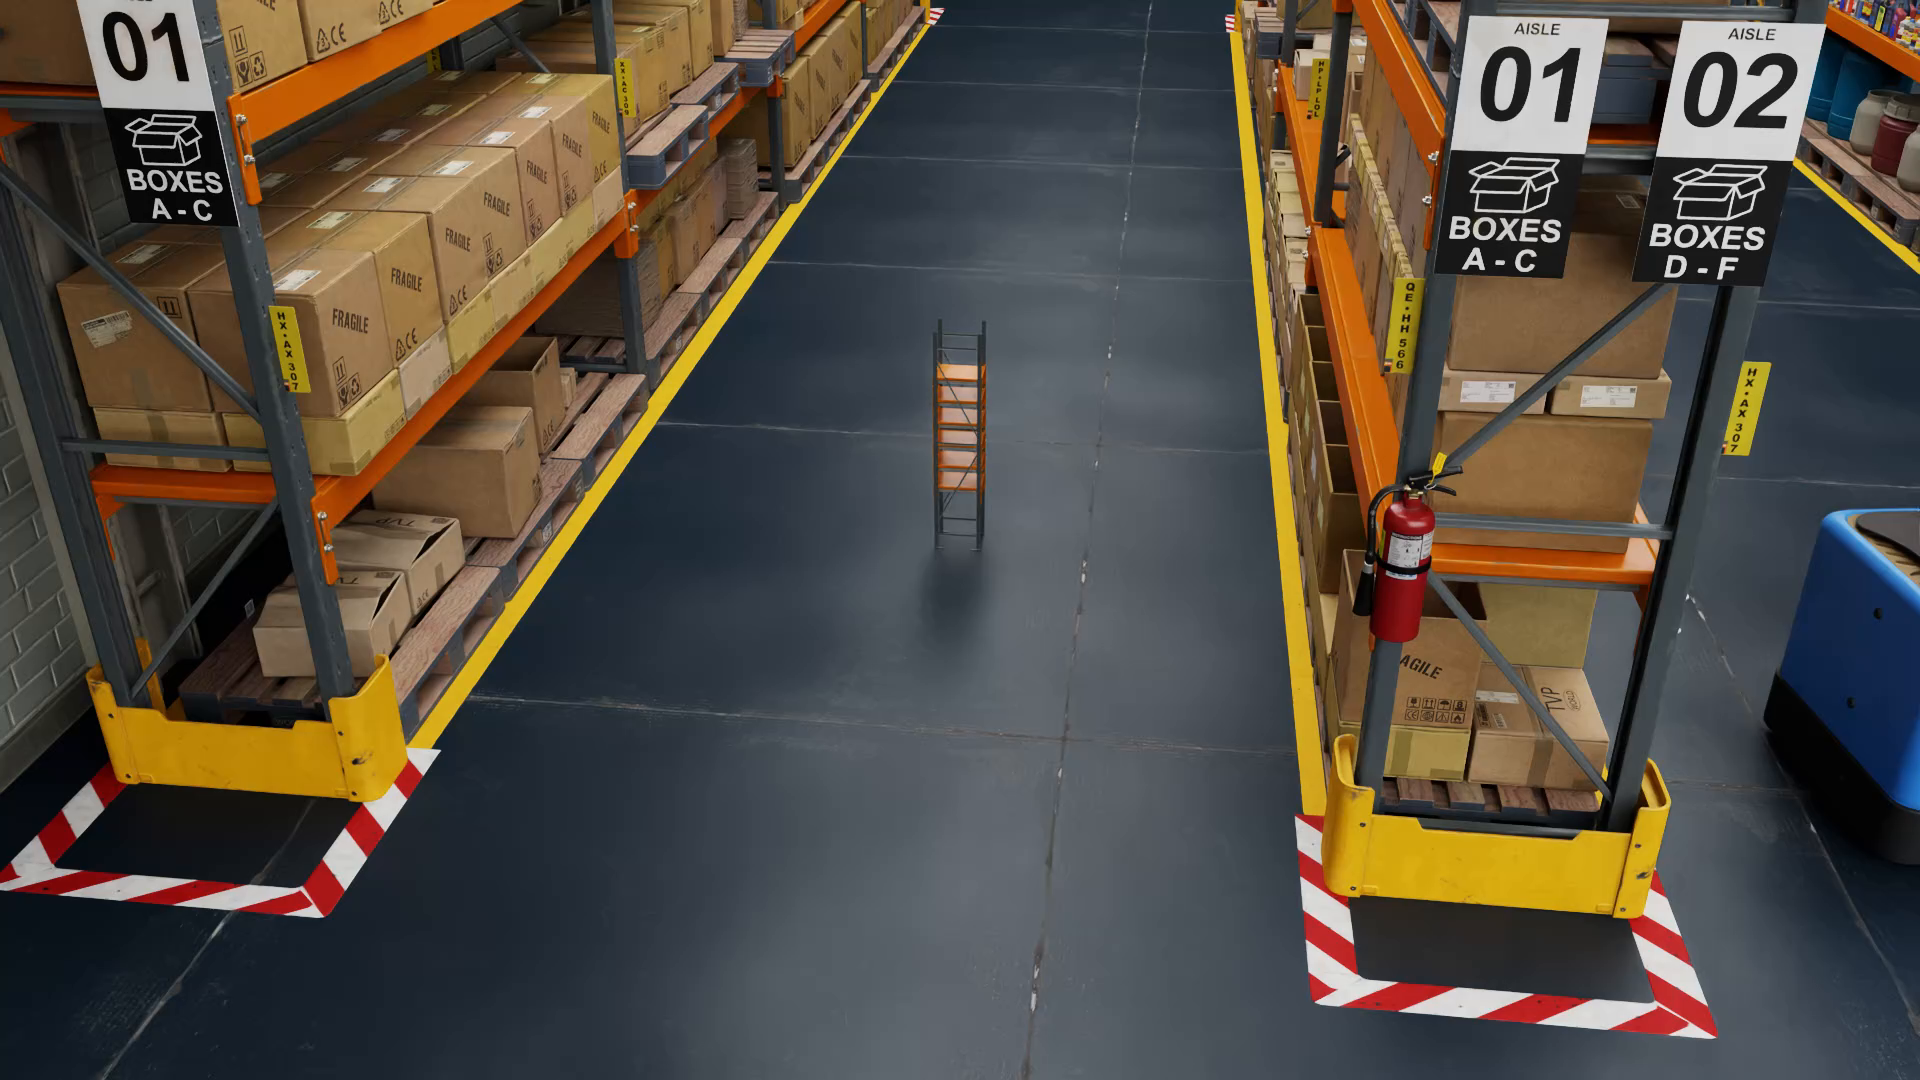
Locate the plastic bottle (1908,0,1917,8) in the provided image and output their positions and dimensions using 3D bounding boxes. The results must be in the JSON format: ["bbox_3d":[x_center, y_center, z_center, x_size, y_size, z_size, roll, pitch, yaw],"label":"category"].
[{"bbox_3d":[8.416,-4.850,14.641,0.144,0.351,0.185,3,28,6],"label":"plastic bottle"}]

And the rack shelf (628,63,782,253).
[{"bbox_3d":[-2.197,-2.836,11.611,1.077,0.370,4.000,3,28,6],"label":"rack shelf"}]

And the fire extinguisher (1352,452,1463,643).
[{"bbox_3d":[1.509,0.020,5.632,0.296,0.674,0.183,3,28,6],"label":"fire extinguisher"}]

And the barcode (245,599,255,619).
[{"bbox_3d":[-3.153,0.305,7.383,0.001,0.075,0.075,3,28,6],"label":"barcode"}]

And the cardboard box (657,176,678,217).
[{"bbox_3d":[-2.258,-2.435,11.488,0.500,0.250,0.500,3,28,5],"label":"cardboard box"}]

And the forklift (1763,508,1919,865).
[{"bbox_3d":[4.991,-0.278,6.176,3.031,2.935,1.130,-1,28,-3],"label":"forklift"}]

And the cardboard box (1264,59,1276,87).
[{"bbox_3d":[2.970,-4.194,14.754,0.500,0.250,0.500,3,28,5],"label":"cardboard box"}]

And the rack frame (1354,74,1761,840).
[{"bbox_3d":[1.984,-0.043,5.666,1.000,3.000,0.127,3,28,6],"label":"rack frame"}]

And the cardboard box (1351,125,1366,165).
[{"bbox_3d":[2.219,-2.022,8.551,0.380,0.149,0.250,4,29,7],"label":"cardboard box"}]

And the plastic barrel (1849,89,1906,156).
[{"bbox_3d":[8.042,-3.642,14.528,0.421,0.512,0.421,0,28,0],"label":"plastic barrel"}]

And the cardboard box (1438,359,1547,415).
[{"bbox_3d":[1.842,-0.563,5.843,0.380,0.149,0.250,3,28,5],"label":"cardboard box"}]

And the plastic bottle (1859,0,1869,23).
[{"bbox_3d":[7.752,-4.551,14.171,0.097,0.271,0.097,0,28,0],"label":"plastic bottle"}]

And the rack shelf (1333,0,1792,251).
[{"bbox_3d":[2.229,-1.988,6.873,1.077,0.370,4.000,3,28,6],"label":"rack shelf"}]

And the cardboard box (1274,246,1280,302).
[{"bbox_3d":[2.427,-1.830,11.441,0.500,0.250,0.500,4,29,7],"label":"cardboard box"}]

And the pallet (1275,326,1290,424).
[{"bbox_3d":[2.526,-1.047,10.471,1.003,0.211,1.213,3,28,6],"label":"pallet"}]

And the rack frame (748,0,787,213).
[{"bbox_3d":[-1.952,-4.094,13.187,1.000,3.000,0.127,3,28,6],"label":"rack frame"}]

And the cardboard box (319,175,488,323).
[{"bbox_3d":[-2.436,-1.284,7.317,0.500,0.500,0.500,2,28,5],"label":"cardboard box"}]

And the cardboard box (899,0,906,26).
[{"bbox_3d":[-1.020,-6.374,19.611,0.700,0.500,0.500,3,28,6],"label":"cardboard box"}]

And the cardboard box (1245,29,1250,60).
[{"bbox_3d":[3.335,-5.339,17.868,0.500,0.311,0.500,3,28,6],"label":"cardboard box"}]

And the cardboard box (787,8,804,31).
[{"bbox_3d":[-1.526,-4.372,13.947,0.380,0.149,0.250,4,29,8],"label":"cardboard box"}]

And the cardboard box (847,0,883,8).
[{"bbox_3d":[-1.046,-5.844,17.944,0.380,0.149,0.250,4,29,8],"label":"cardboard box"}]

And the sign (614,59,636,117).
[{"bbox_3d":[-1.903,-2.565,9.435,0.100,0.325,0.005,3,28,6],"label":"sign"}]

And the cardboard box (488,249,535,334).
[{"bbox_3d":[-2.376,-1.205,7.962,0.500,0.250,0.500,4,29,7],"label":"cardboard box"}]

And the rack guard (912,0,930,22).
[{"bbox_3d":[-0.969,-6.771,20.791,1.175,0.500,0.348,3,28,6],"label":"rack guard"}]

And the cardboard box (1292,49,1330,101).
[{"bbox_3d":[2.663,-3.359,11.917,0.500,0.311,0.500,3,28,6],"label":"cardboard box"}]

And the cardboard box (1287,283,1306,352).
[{"bbox_3d":[2.239,-1.354,9.966,0.500,0.311,0.500,3,28,6],"label":"cardboard box"}]

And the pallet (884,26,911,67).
[{"bbox_3d":[-1.144,-5.679,19.069,1.003,0.211,1.213,3,28,6],"label":"pallet"}]

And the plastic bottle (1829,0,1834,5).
[{"bbox_3d":[7.849,-4.924,14.863,0.097,0.271,0.097,0,28,0],"label":"plastic bottle"}]

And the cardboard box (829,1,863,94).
[{"bbox_3d":[-1.413,-4.902,16.511,0.750,0.750,0.750,4,29,7],"label":"cardboard box"}]

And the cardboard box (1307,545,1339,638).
[{"bbox_3d":[1.865,0.242,7.595,0.500,0.250,0.500,3,28,6],"label":"cardboard box"}]

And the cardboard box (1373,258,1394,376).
[{"bbox_3d":[2.241,-1.035,7.402,0.700,0.500,0.500,4,29,8],"label":"cardboard box"}]

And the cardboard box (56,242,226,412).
[{"bbox_3d":[-3.086,-0.836,6.485,0.500,0.500,0.500,3,28,6],"label":"cardboard box"}]

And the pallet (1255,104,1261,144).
[{"bbox_3d":[3.392,-4.078,16.098,1.003,0.211,1.213,3,28,6],"label":"pallet"}]

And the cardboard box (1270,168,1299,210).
[{"bbox_3d":[2.553,-2.552,12.190,0.500,0.311,0.500,3,28,5],"label":"cardboard box"}]

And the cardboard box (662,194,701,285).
[{"bbox_3d":[-2.253,-2.136,11.724,0.700,0.500,0.500,4,29,7],"label":"cardboard box"}]

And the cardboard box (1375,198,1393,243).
[{"bbox_3d":[2.063,-1.410,7.416,0.380,0.149,0.250,3,28,6],"label":"cardboard box"}]

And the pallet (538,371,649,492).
[{"bbox_3d":[-2.490,-0.666,9.763,1.003,0.211,1.213,3,28,6],"label":"pallet"}]

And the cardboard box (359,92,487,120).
[{"bbox_3d":[-2.775,-2.032,8.706,0.500,0.500,0.500,3,28,6],"label":"cardboard box"}]

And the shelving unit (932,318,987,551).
[{"bbox_3d":[-0.002,-0.521,8.453,0.258,1.200,0.189,3,28,6],"label":"shelving unit"}]

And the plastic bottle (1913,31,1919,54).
[{"bbox_3d":[7.602,-3.946,13.121,0.097,0.201,0.097,0,28,0],"label":"plastic bottle"}]

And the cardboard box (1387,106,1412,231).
[{"bbox_3d":[2.242,-1.623,7.126,0.700,0.500,0.500,3,28,6],"label":"cardboard box"}]

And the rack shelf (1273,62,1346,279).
[{"bbox_3d":[2.719,-2.550,11.080,1.077,0.370,4.000,3,28,6],"label":"rack shelf"}]

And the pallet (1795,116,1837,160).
[{"bbox_3d":[8.234,-3.813,15.605,1.003,0.211,1.213,3,28,6],"label":"pallet"}]

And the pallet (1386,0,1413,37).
[{"bbox_3d":[2.243,-2.231,6.660,1.003,0.211,1.213,3,28,6],"label":"pallet"}]

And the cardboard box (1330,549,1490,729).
[{"bbox_3d":[1.755,0.383,6.542,0.500,0.500,0.500,3,28,6],"label":"cardboard box"}]

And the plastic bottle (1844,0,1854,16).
[{"bbox_3d":[7.822,-4.715,14.471,0.152,0.276,0.135,3,28,6],"label":"plastic bottle"}]

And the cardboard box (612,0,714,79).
[{"bbox_3d":[-2.131,-3.523,11.557,0.700,0.500,0.500,3,28,6],"label":"cardboard box"}]

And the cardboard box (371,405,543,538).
[{"bbox_3d":[-2.549,-0.353,8.415,0.700,0.500,0.500,2,28,3],"label":"cardboard box"}]

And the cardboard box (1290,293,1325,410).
[{"bbox_3d":[2.107,-1.030,9.165,0.500,0.500,0.500,3,28,6],"label":"cardboard box"}]

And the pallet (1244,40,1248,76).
[{"bbox_3d":[3.687,-5.363,18.482,1.003,0.211,1.213,3,28,6],"label":"pallet"}]

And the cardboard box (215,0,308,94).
[{"bbox_3d":[-2.644,-1.845,5.723,0.500,0.500,0.500,4,29,8],"label":"cardboard box"}]

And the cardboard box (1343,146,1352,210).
[{"bbox_3d":[2.491,-2.094,9.632,0.500,0.250,0.500,5,29,9],"label":"cardboard box"}]

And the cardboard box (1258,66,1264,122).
[{"bbox_3d":[3.030,-4.084,15.340,0.500,0.500,0.500,4,29,7],"label":"cardboard box"}]

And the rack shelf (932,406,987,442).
[{"bbox_3d":[-0.002,-0.588,8.417,0.258,0.103,0.180,3,28,6],"label":"rack shelf"}]

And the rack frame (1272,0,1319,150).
[{"bbox_3d":[2.964,-3.808,12.656,1.000,3.000,0.127,3,28,6],"label":"rack frame"}]
